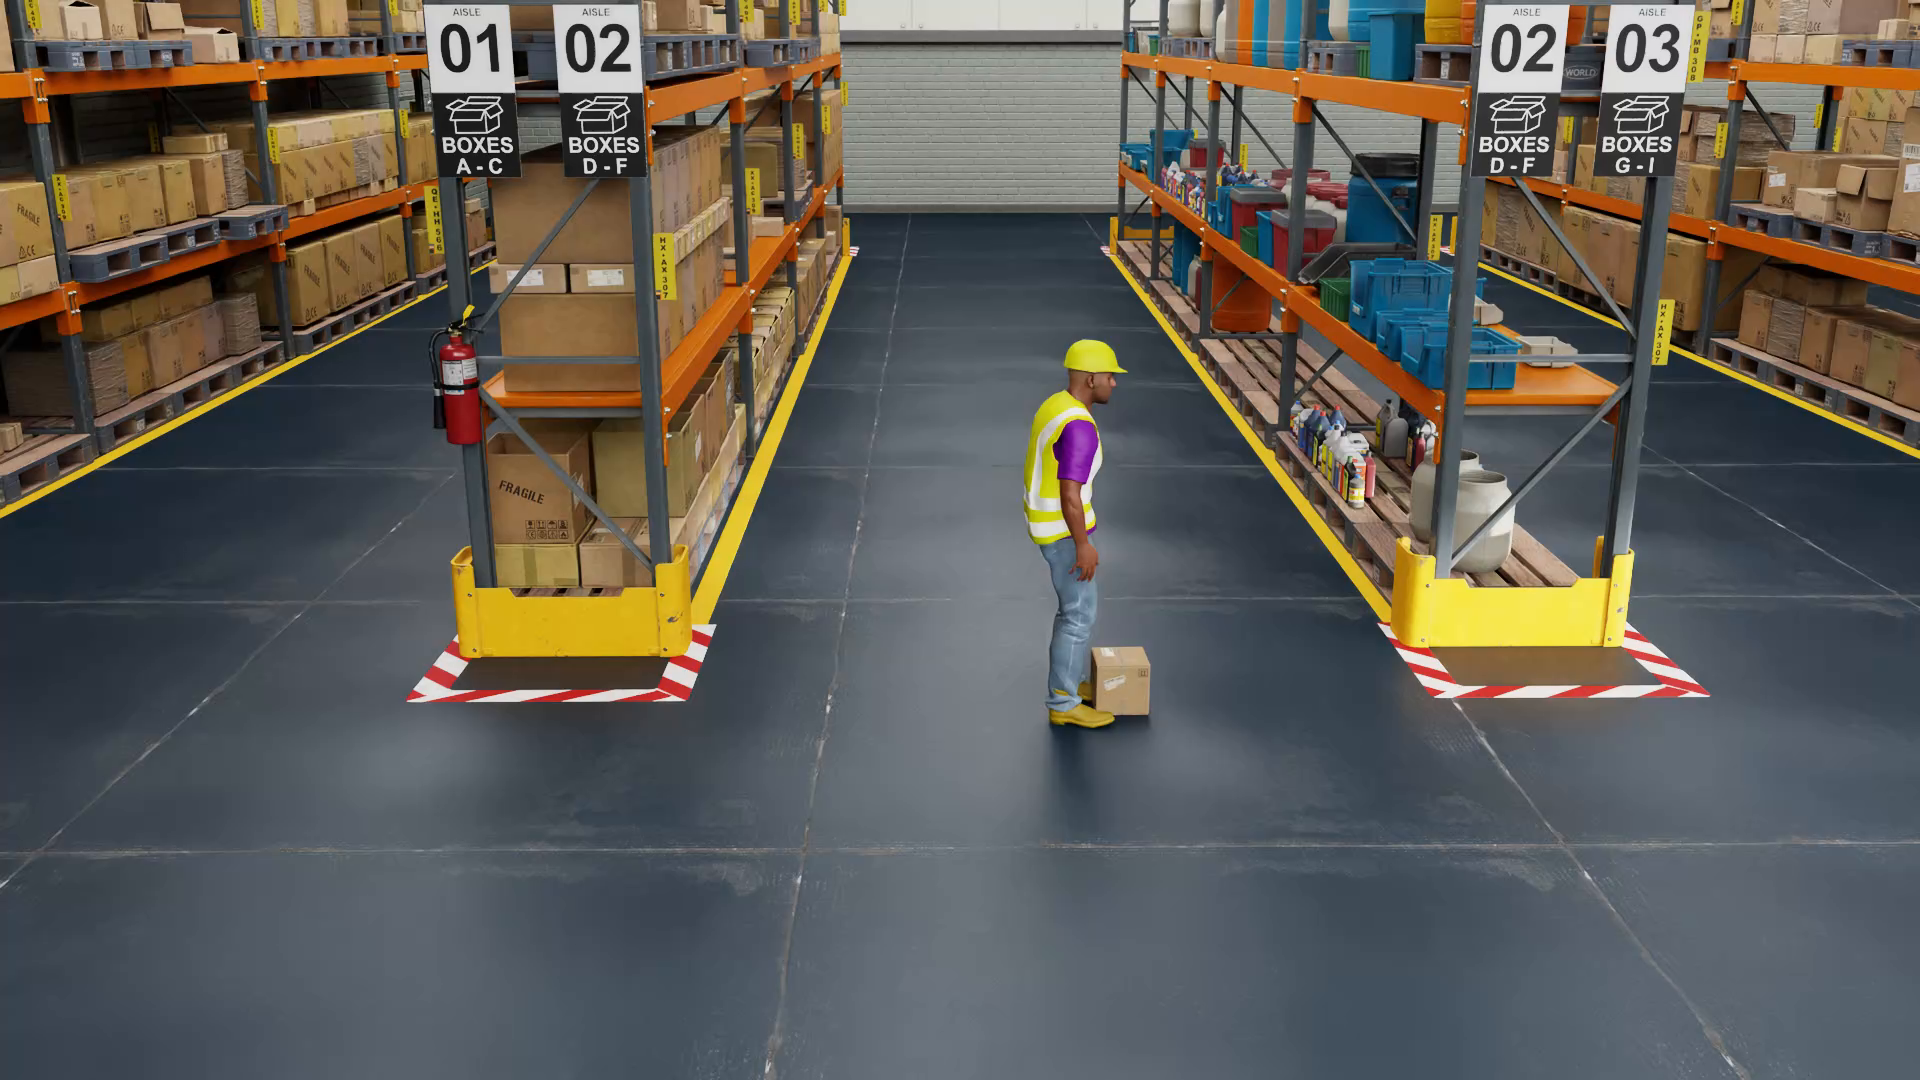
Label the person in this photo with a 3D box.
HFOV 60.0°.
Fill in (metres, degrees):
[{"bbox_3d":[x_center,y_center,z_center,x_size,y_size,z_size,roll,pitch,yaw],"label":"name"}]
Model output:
[{"bbox_3d":[0.526,-0.048,7.673,0.461,1.759,0.628,-1,17,-4],"label":"person"}]
